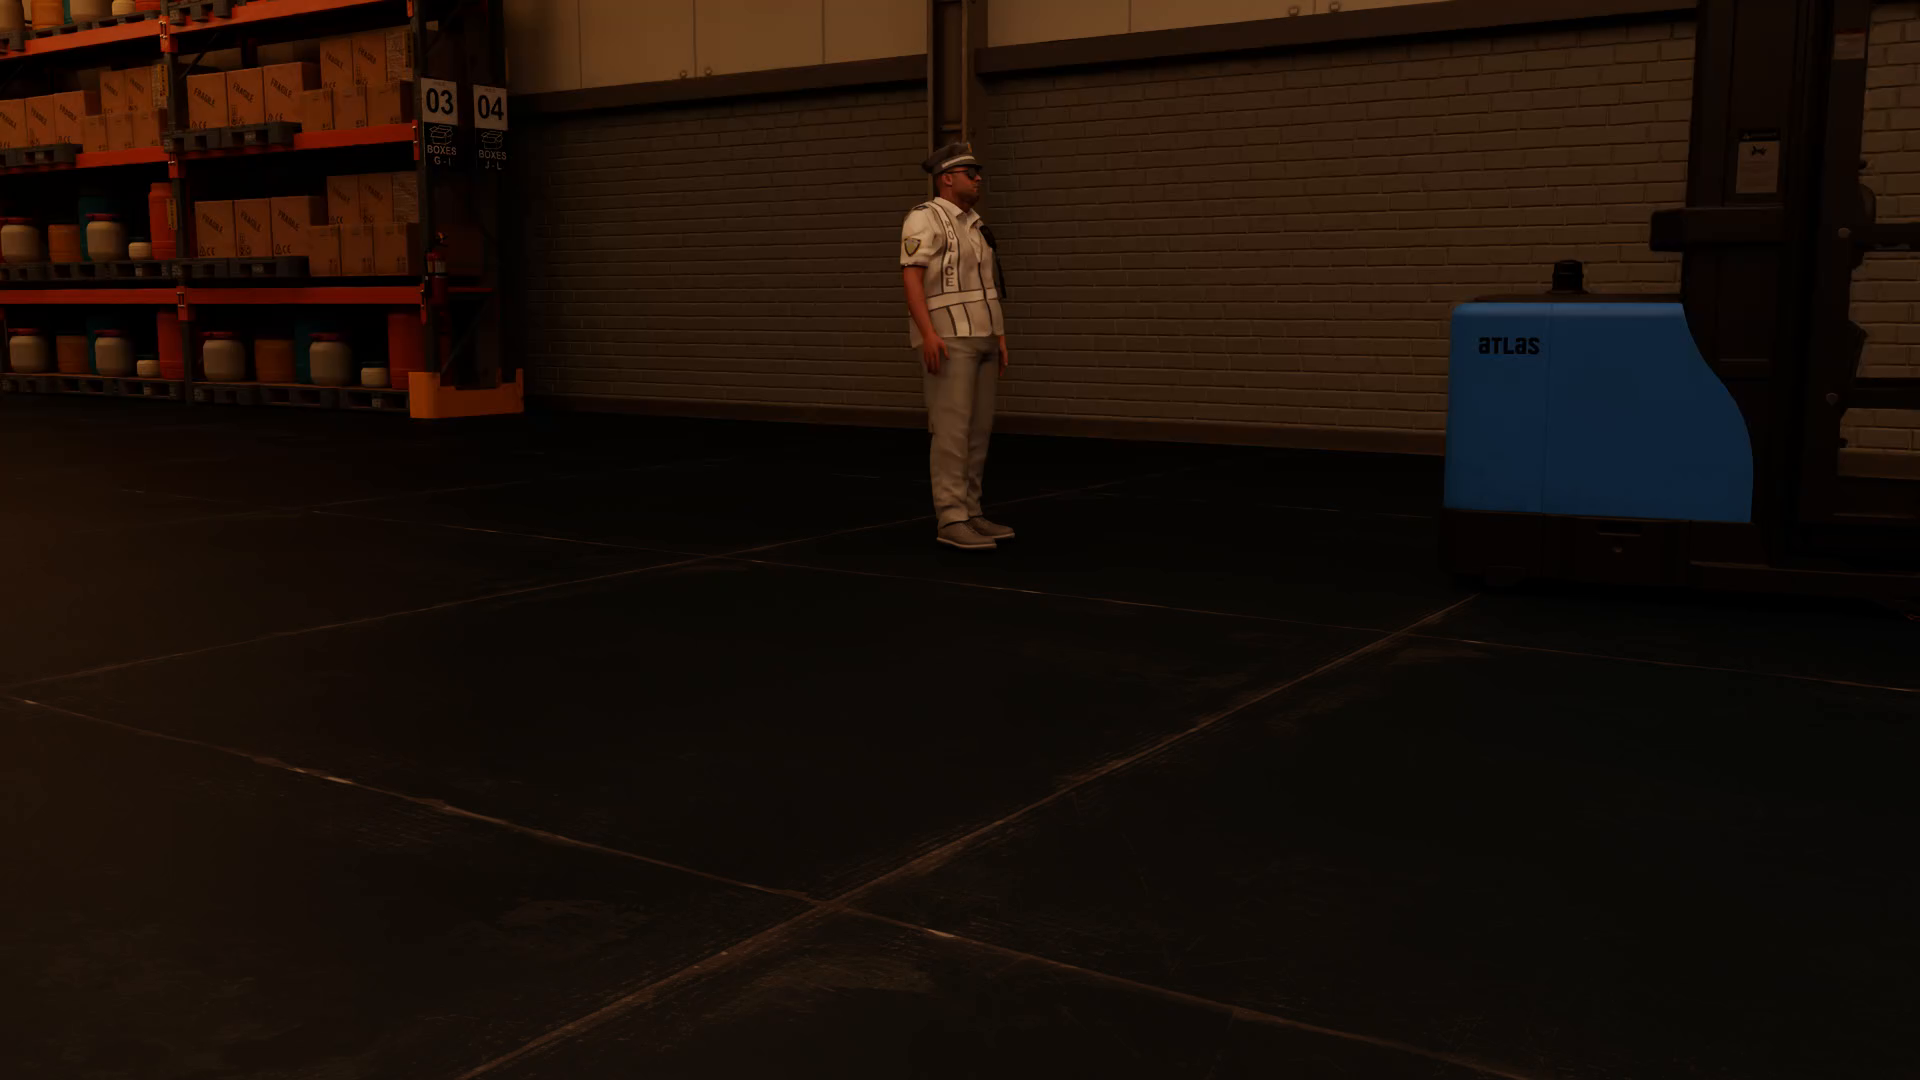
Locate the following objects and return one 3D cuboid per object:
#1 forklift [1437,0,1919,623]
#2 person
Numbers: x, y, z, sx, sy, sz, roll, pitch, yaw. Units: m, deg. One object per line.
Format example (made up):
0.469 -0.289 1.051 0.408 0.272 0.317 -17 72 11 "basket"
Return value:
3.377 -1.245 5.949 3.031 2.935 1.130 3 9 22 "forklift"
0.059 -0.883 7.425 0.574 1.781 0.641 5 10 34 "person"
